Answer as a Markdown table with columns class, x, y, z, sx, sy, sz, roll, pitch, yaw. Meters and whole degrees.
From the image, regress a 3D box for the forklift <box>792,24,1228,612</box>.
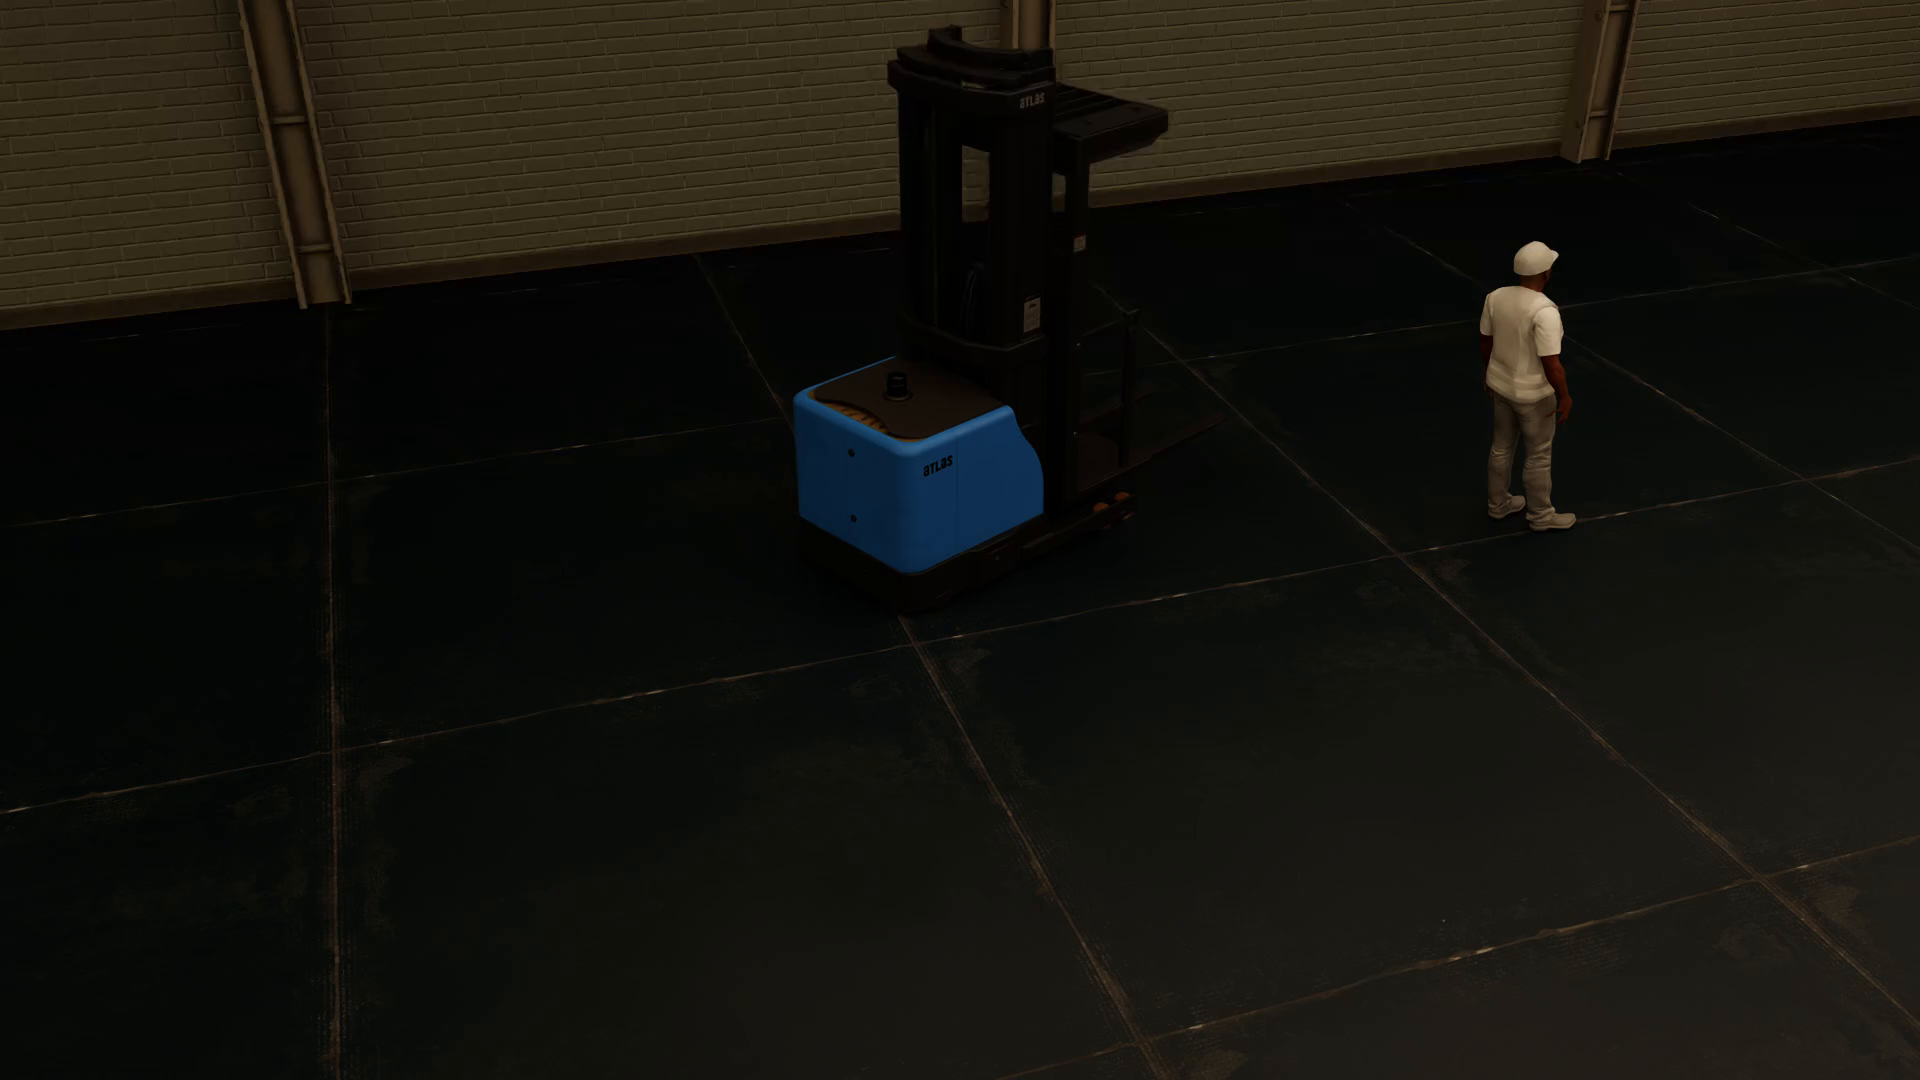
| class | x | y | z | sx | sy | sz | roll | pitch | yaw |
| --- | --- | --- | --- | --- | --- | --- | --- | --- | --- |
| forklift | 0.456 | -1.498 | 9.691 | 3.031 | 2.935 | 1.130 | -26 | 39 | -37 |

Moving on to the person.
| class | x | y | z | sx | sy | sz | roll | pitch | yaw |
| --- | --- | --- | --- | --- | --- | --- | --- | --- | --- |
| person | 3.388 | -0.924 | 9.848 | 0.577 | 1.766 | 0.666 | -14 | 33 | -23 |
